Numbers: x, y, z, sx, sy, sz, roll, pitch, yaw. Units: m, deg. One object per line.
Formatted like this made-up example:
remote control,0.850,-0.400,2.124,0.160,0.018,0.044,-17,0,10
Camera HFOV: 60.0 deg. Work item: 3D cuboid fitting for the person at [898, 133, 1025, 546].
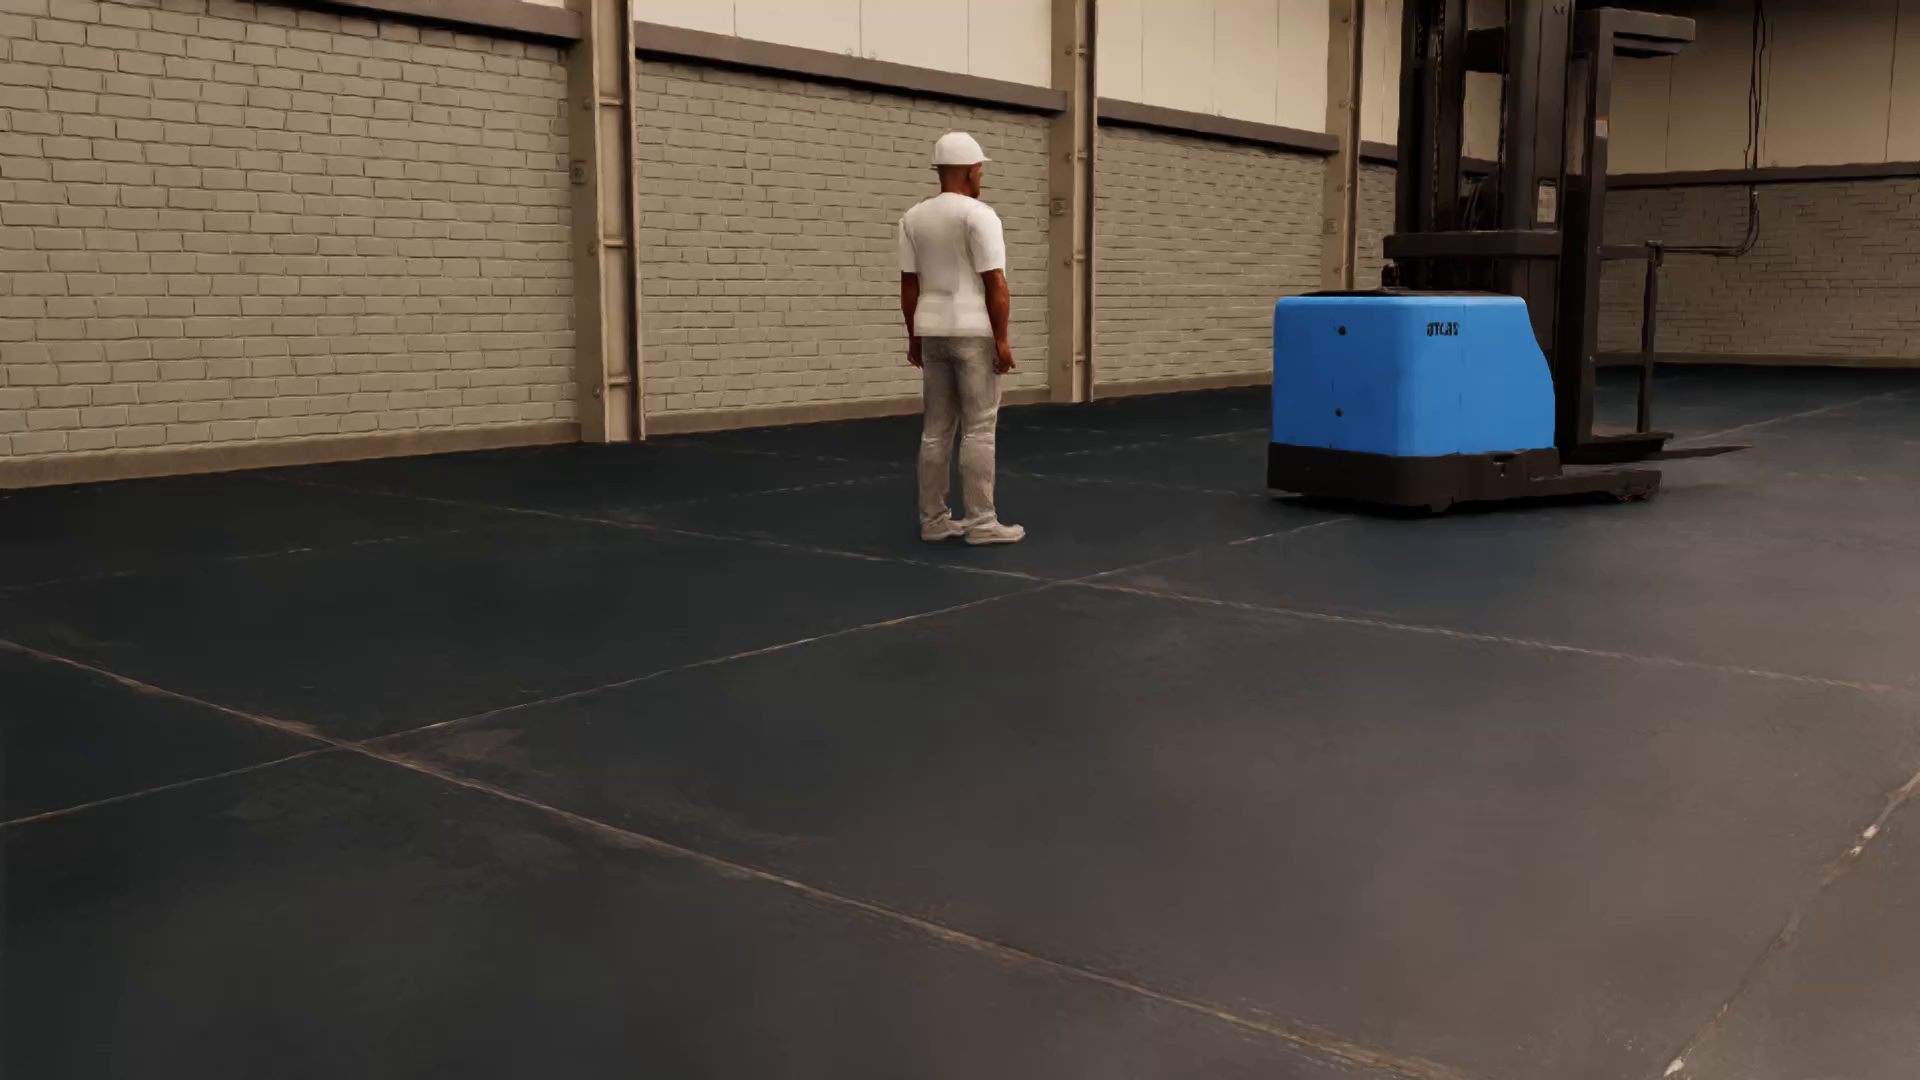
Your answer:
person,0.007,-0.876,7.288,0.559,1.771,0.367,7,11,38

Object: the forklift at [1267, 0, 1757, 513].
forklift,3.164,-1.715,9.001,3.031,2.935,1.130,-5,10,-30
